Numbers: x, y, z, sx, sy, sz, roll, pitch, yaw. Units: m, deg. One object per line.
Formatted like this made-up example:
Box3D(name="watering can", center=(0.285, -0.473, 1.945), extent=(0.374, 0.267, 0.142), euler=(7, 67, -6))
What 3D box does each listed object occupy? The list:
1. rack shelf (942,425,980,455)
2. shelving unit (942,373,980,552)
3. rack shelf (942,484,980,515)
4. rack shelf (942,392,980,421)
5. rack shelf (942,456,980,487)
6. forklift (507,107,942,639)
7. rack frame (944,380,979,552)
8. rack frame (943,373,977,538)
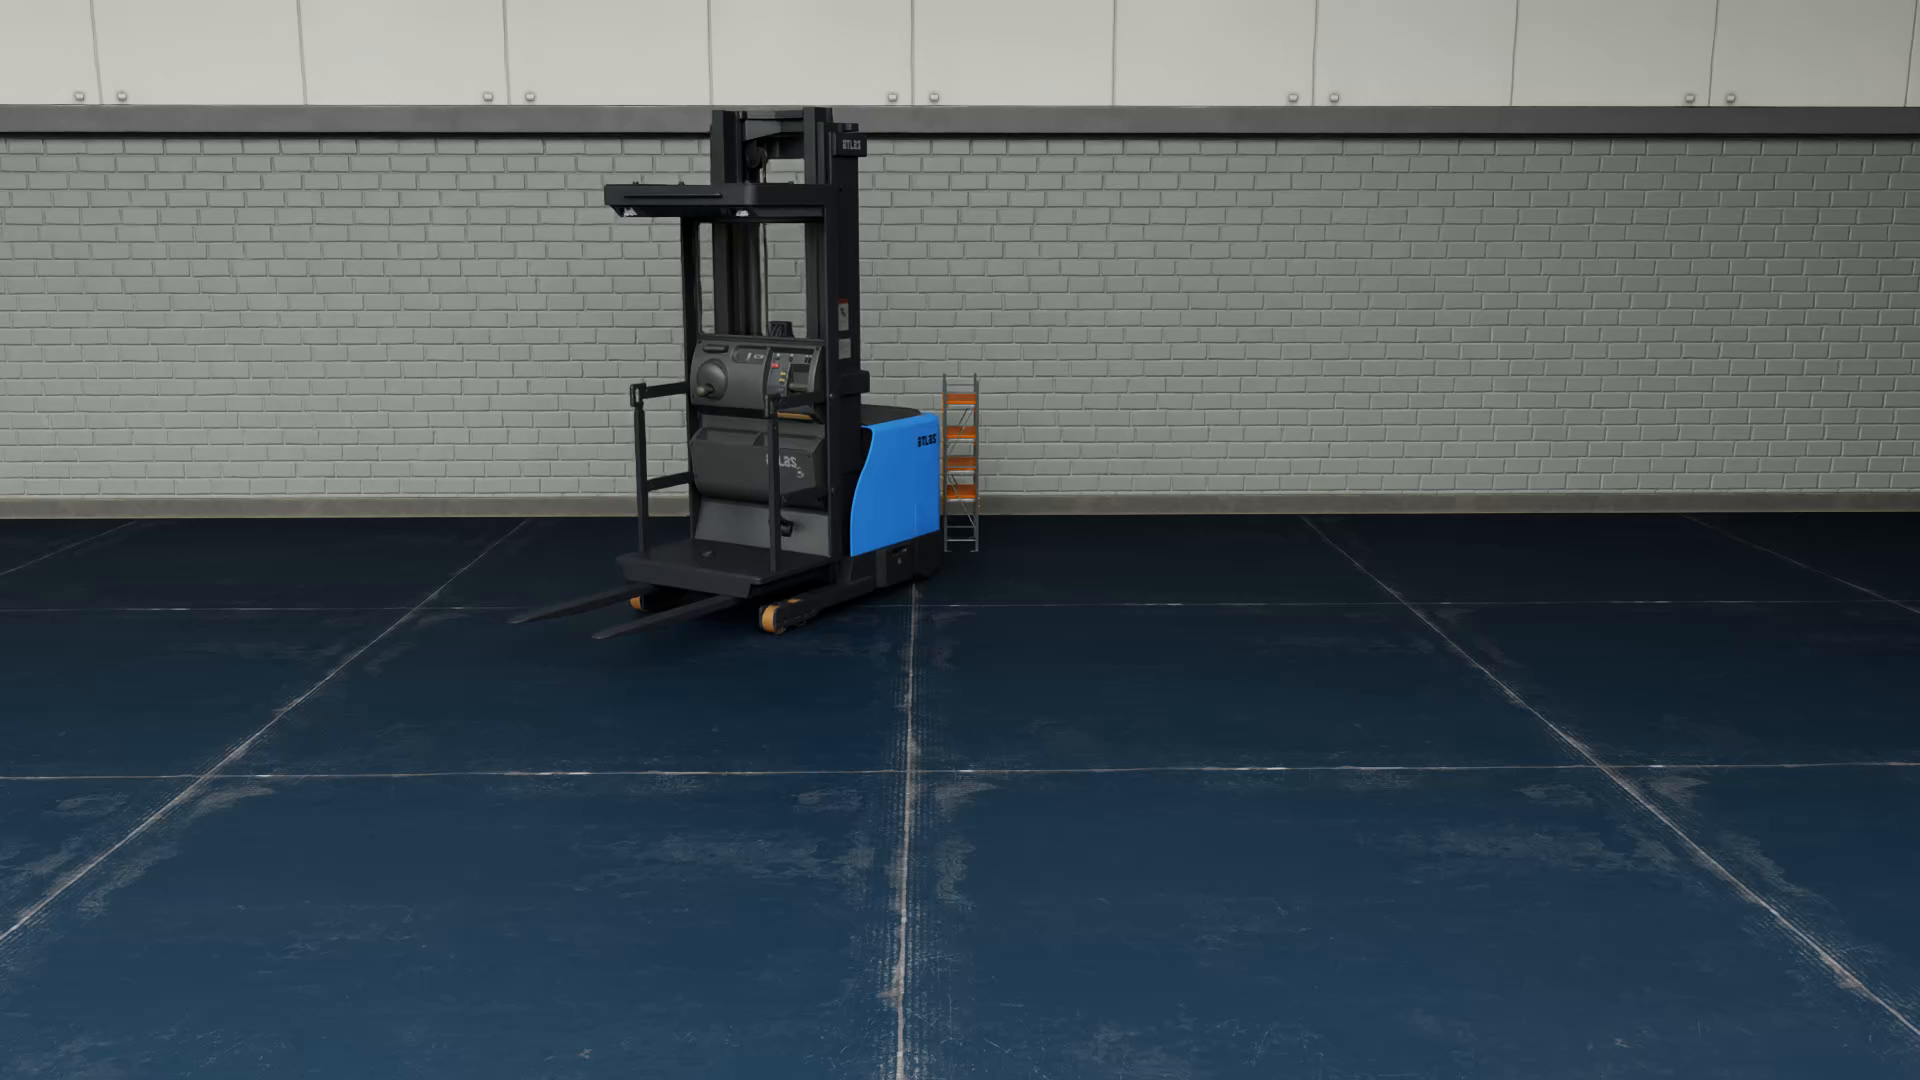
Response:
Box3D(name="rack shelf", center=(0.003, -0.708, 11.747), extent=(0.258, 0.148, 0.480), euler=(0, 11, -1))
Box3D(name="shelving unit", center=(0.003, -0.555, 11.778), extent=(0.258, 1.200, 0.503), euler=(0, 11, -1))
Box3D(name="rack shelf", center=(0.003, -0.295, 11.830), extent=(0.258, 0.148, 0.480), euler=(0, 11, -1))
Box3D(name="rack shelf", center=(0.003, -0.940, 11.699), extent=(0.258, 0.148, 0.480), euler=(0, 11, -1))
Box3D(name="rack shelf", center=(0.003, -0.489, 11.791), extent=(0.258, 0.148, 0.480), euler=(0, 11, -1))
Box3D(name="forklift", center=(-1.321, -1.008, 9.655), extent=(1.130, 2.935, 3.031), euler=(7, 13, 31))
Box3D(name="rack frame", center=(0.008, -0.507, 11.539), extent=(0.240, 1.200, 0.015), euler=(0, 11, -1))
Box3D(name="rack frame", center=(-0.002, -0.604, 12.017), extent=(0.240, 1.200, 0.015), euler=(0, 11, -1))
